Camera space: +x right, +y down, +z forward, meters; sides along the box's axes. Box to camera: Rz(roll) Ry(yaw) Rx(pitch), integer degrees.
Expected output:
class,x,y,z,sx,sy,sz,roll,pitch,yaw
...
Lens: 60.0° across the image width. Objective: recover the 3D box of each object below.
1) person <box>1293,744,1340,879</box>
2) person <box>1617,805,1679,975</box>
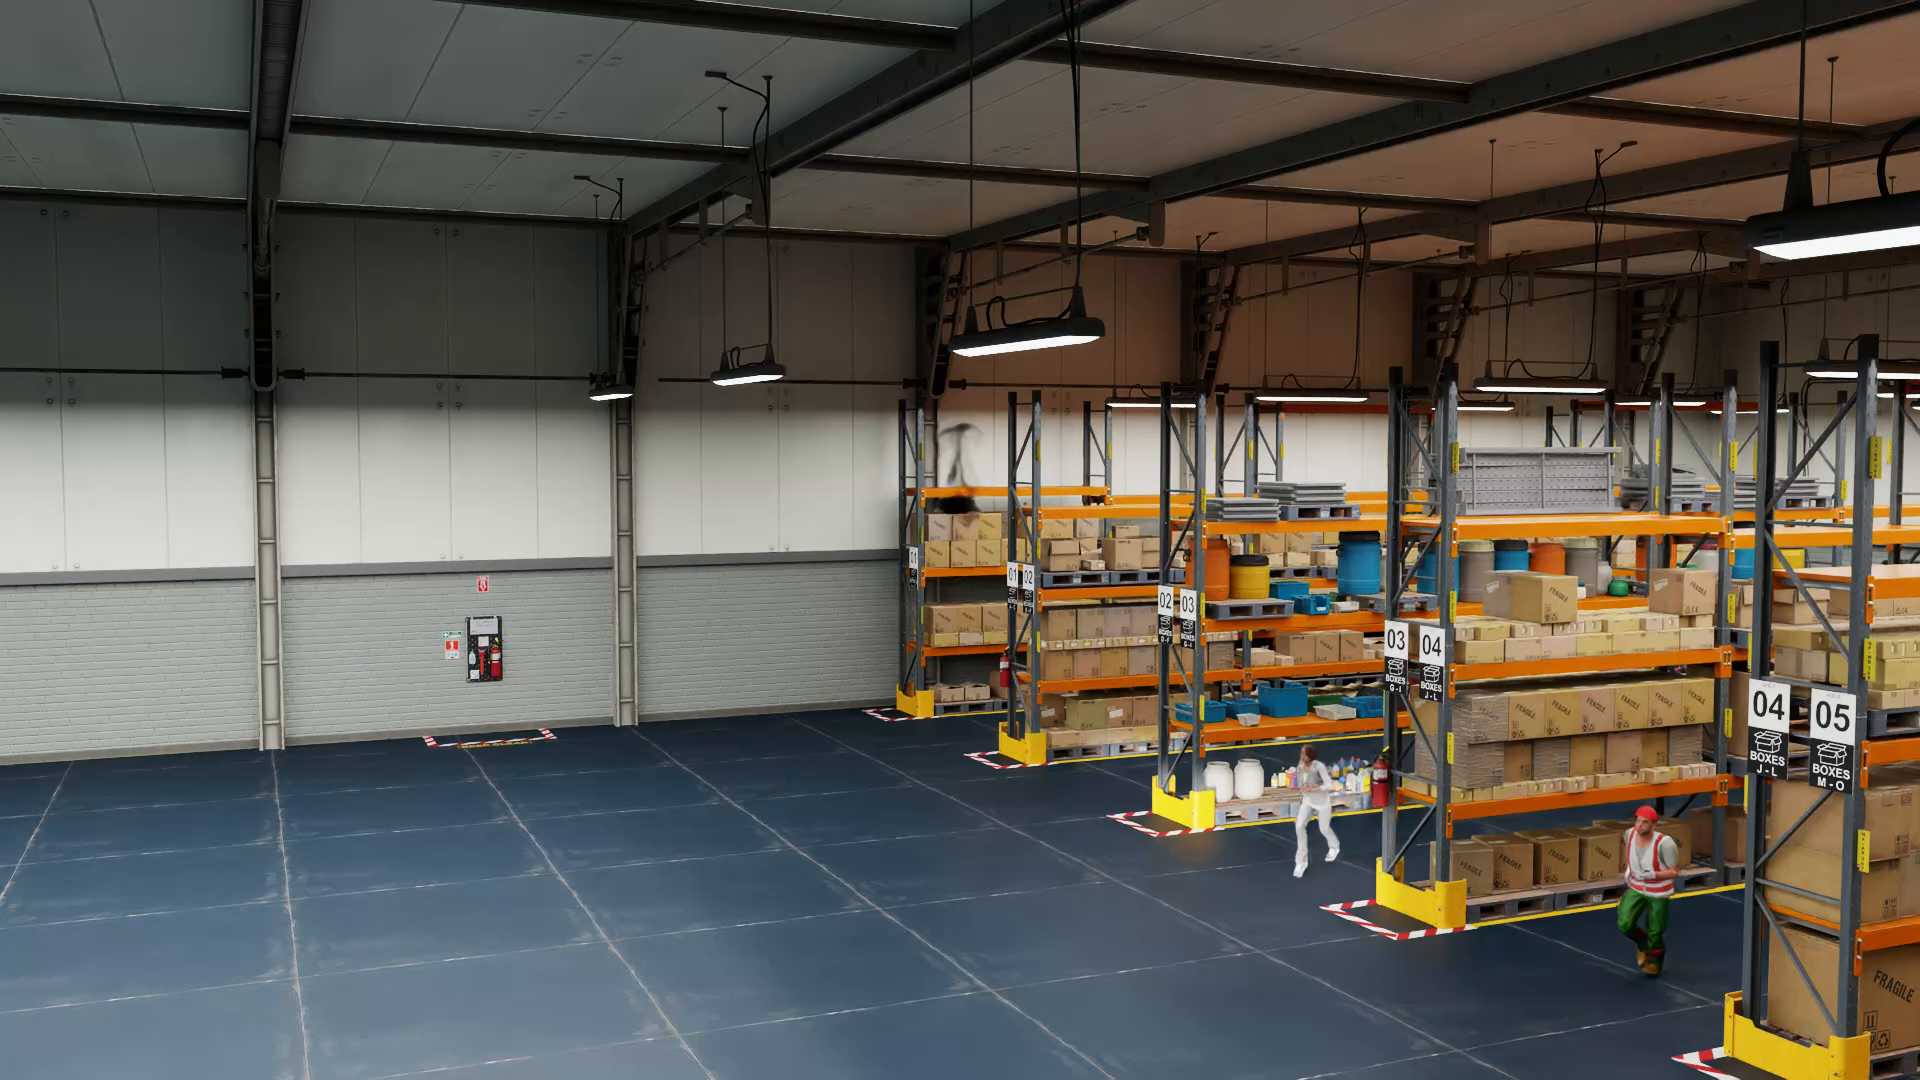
class,x,y,z,sx,sy,sz,roll,pitch,yaw
person,4.311,3.211,20.005,0.538,1.596,0.926,3,4,41
person,6.549,3.328,15.852,0.618,1.641,0.768,3,5,44
